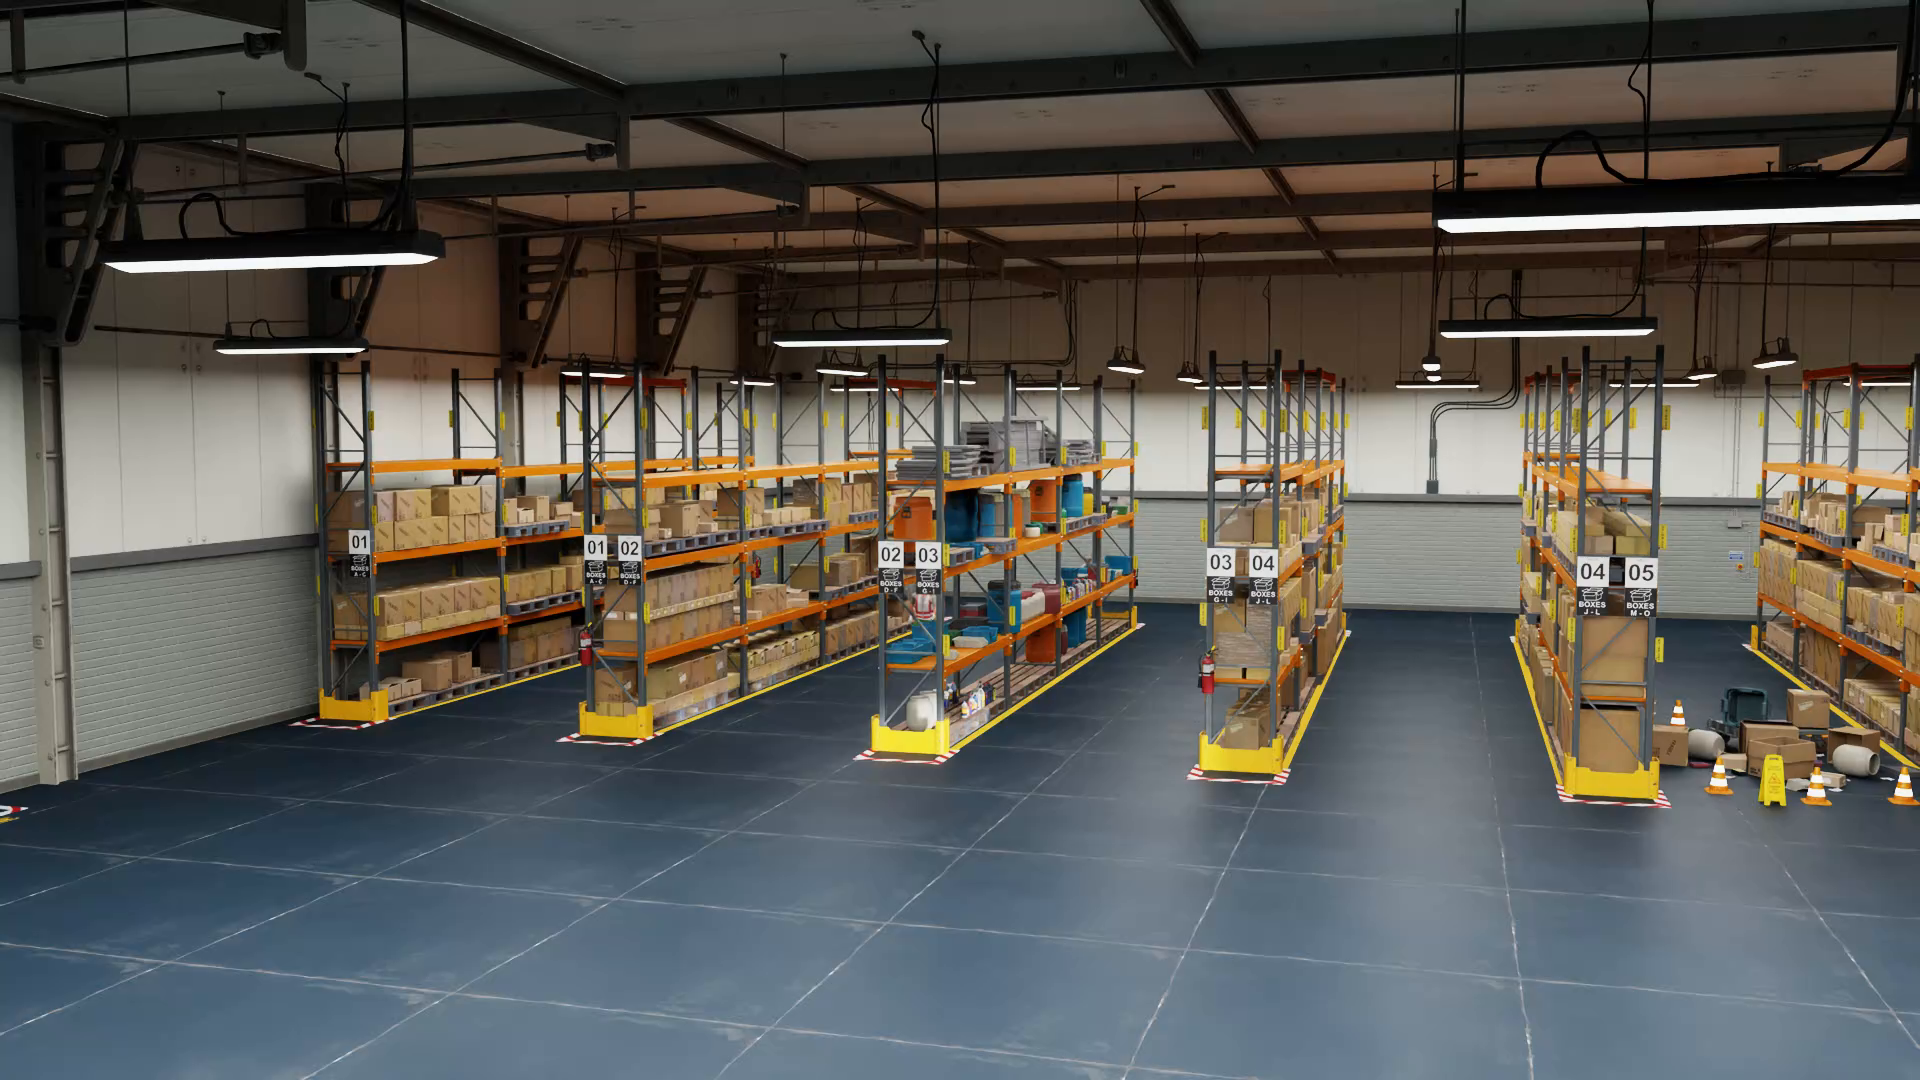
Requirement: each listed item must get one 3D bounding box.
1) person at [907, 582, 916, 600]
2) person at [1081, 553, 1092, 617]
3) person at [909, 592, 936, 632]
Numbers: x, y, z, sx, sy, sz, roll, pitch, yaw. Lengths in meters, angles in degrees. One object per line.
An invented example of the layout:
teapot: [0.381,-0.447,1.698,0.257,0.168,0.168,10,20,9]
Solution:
person: [-1.304,0.816,46.070,0.470,1.757,0.621,2,5,27]
person: [3.228,1.167,41.824,0.480,1.677,0.543,3,5,36]
person: [-0.775,1.693,34.606,0.669,1.813,0.877,1,4,15]
